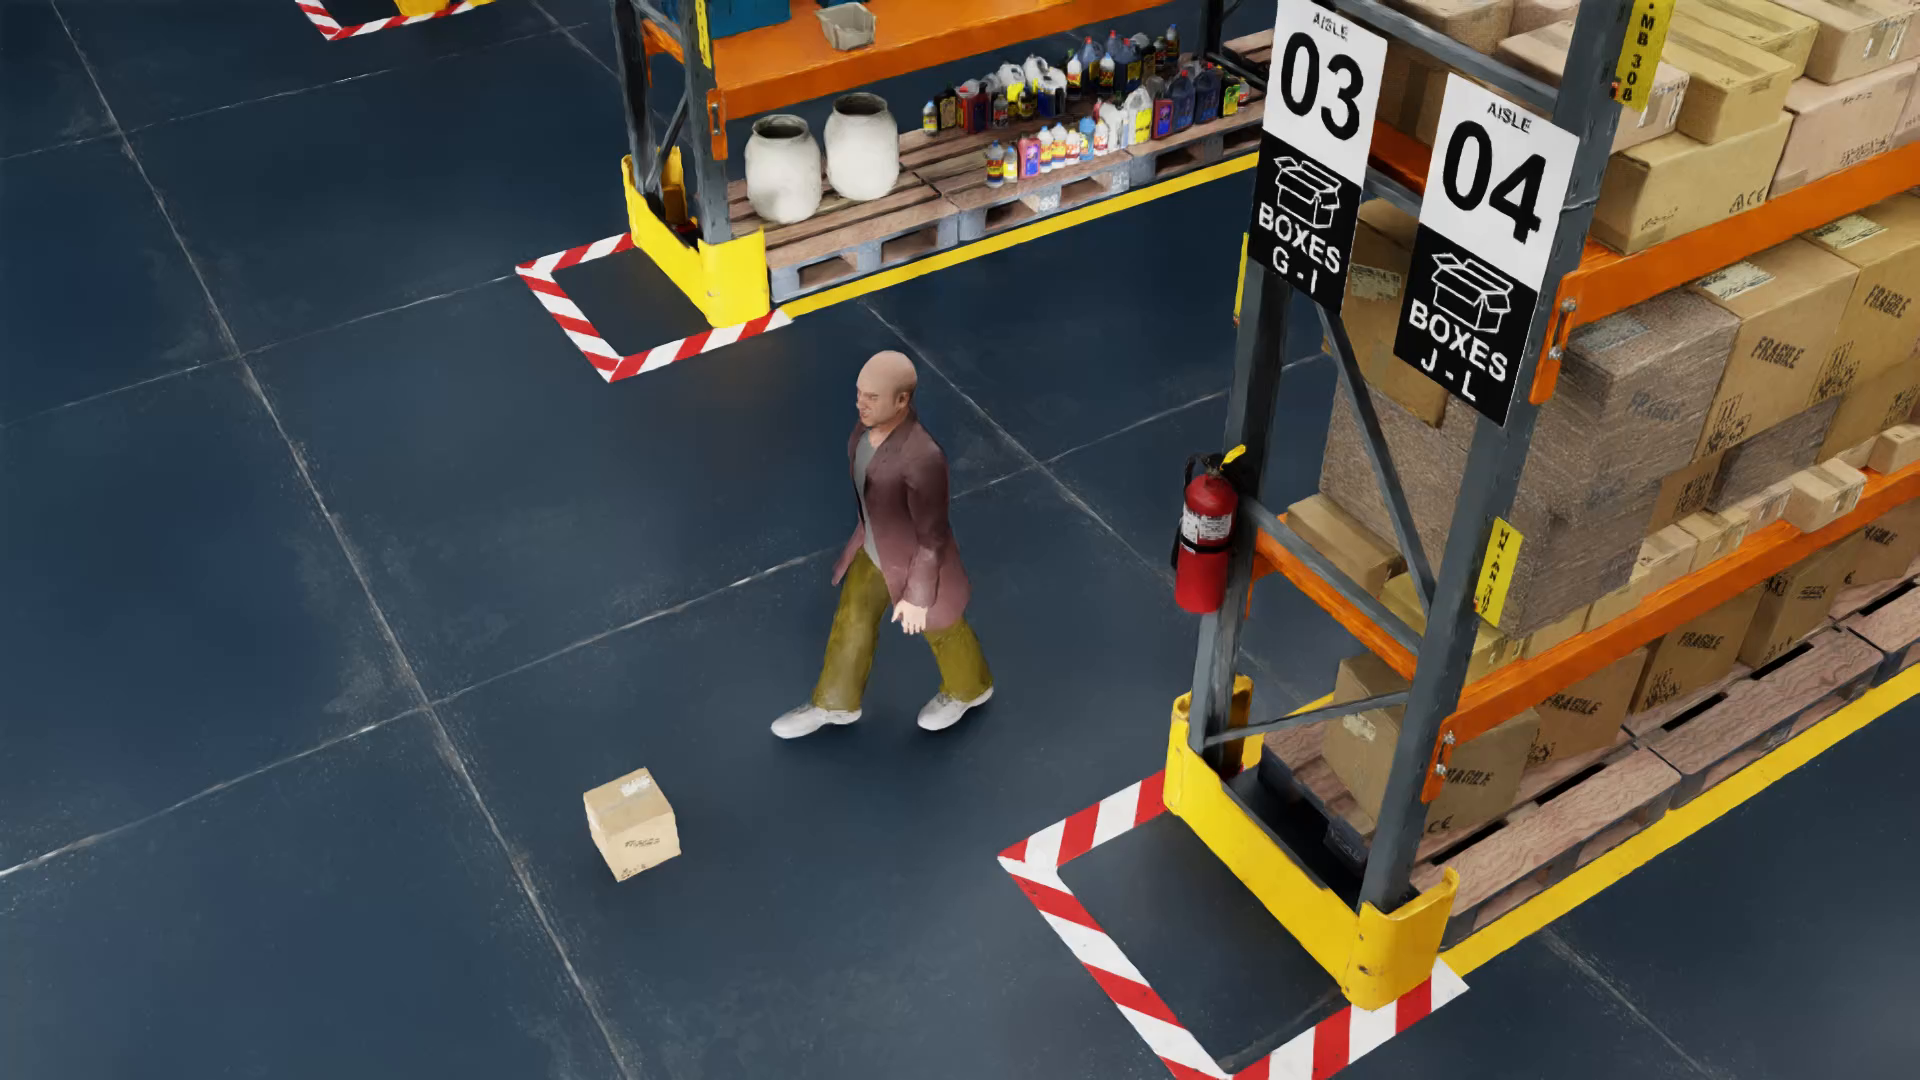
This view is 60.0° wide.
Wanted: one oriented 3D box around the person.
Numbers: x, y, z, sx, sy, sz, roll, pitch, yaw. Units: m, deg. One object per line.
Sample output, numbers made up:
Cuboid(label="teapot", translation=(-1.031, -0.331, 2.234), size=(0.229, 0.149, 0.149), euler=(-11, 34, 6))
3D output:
Cuboid(label="person", translation=(-0.265, 0.075, 6.062), size=(0.889, 1.748, 0.614), euler=(-21, 45, -23))
